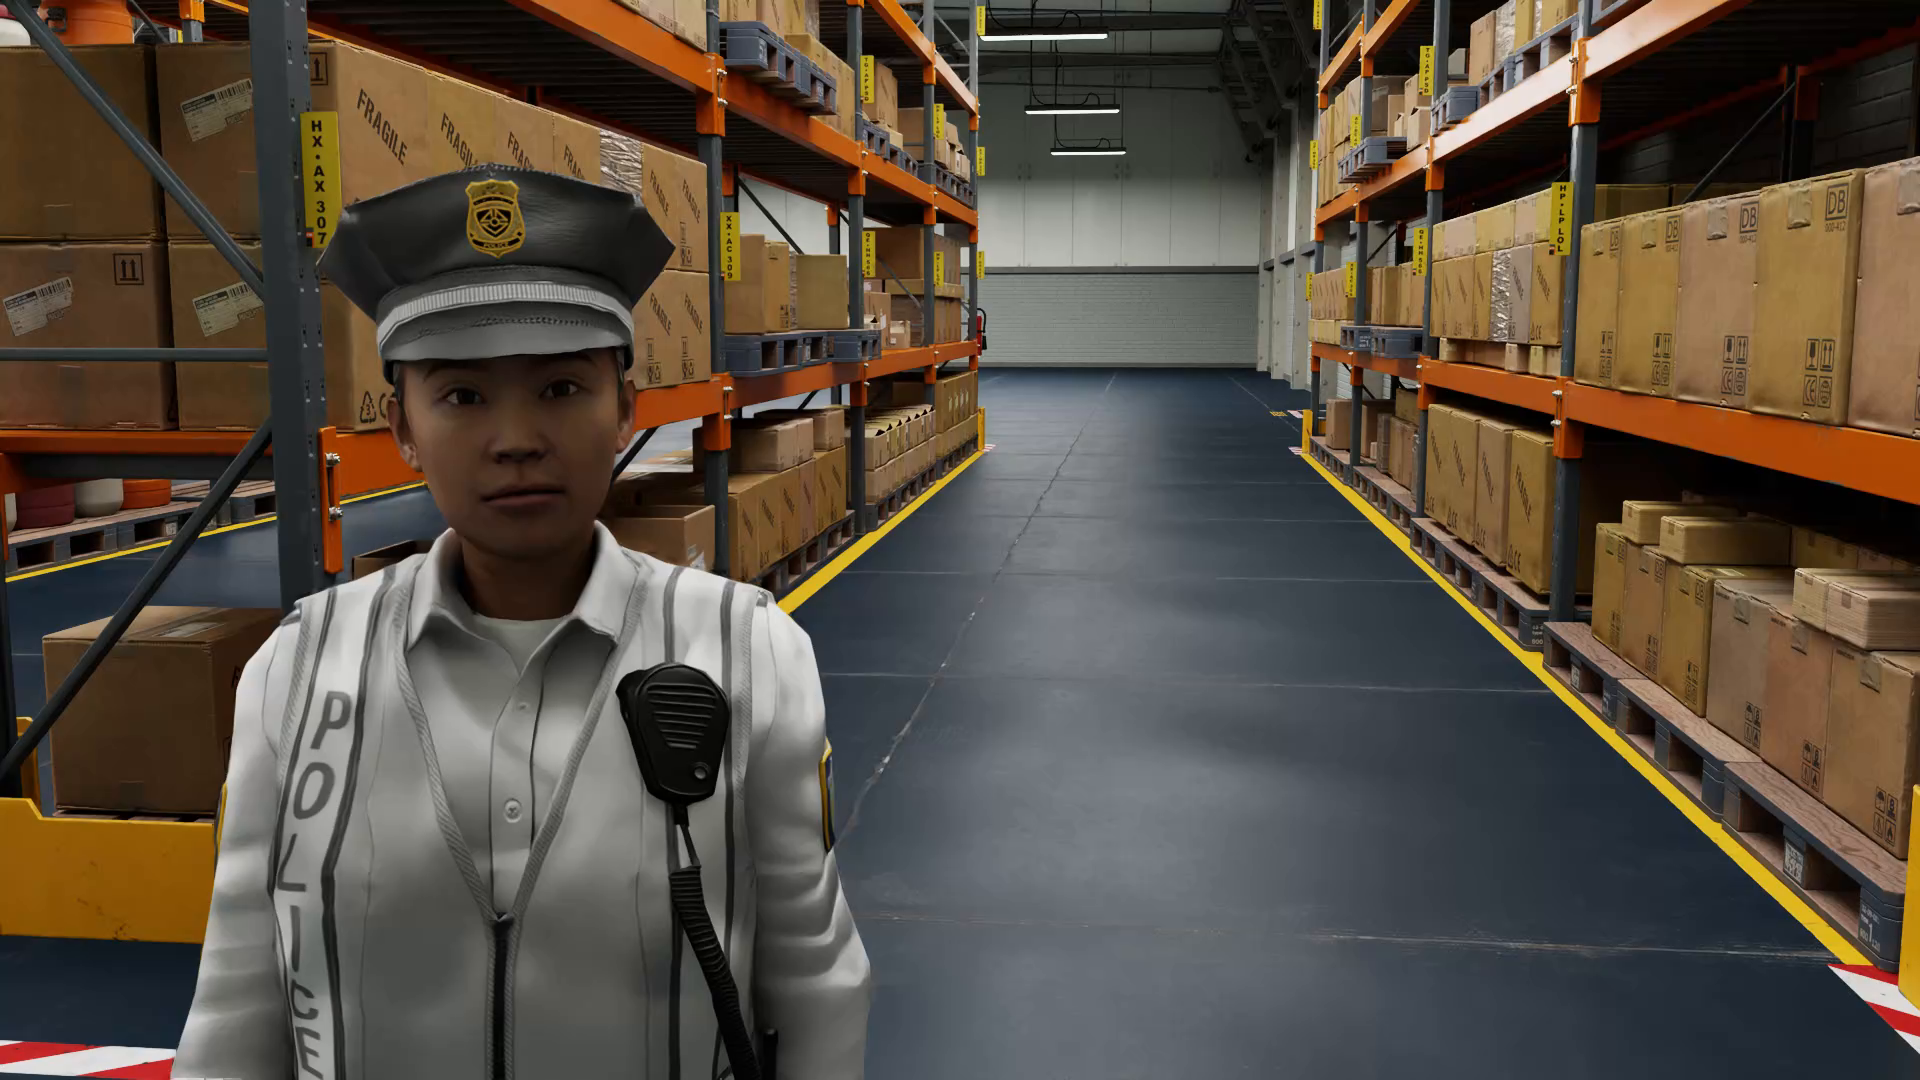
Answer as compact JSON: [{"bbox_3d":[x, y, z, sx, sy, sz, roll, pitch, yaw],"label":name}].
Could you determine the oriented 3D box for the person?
[{"bbox_3d":[-0.306,0.625,1.188,0.501,1.751,0.612,-1,8,-5],"label":"person"}]
